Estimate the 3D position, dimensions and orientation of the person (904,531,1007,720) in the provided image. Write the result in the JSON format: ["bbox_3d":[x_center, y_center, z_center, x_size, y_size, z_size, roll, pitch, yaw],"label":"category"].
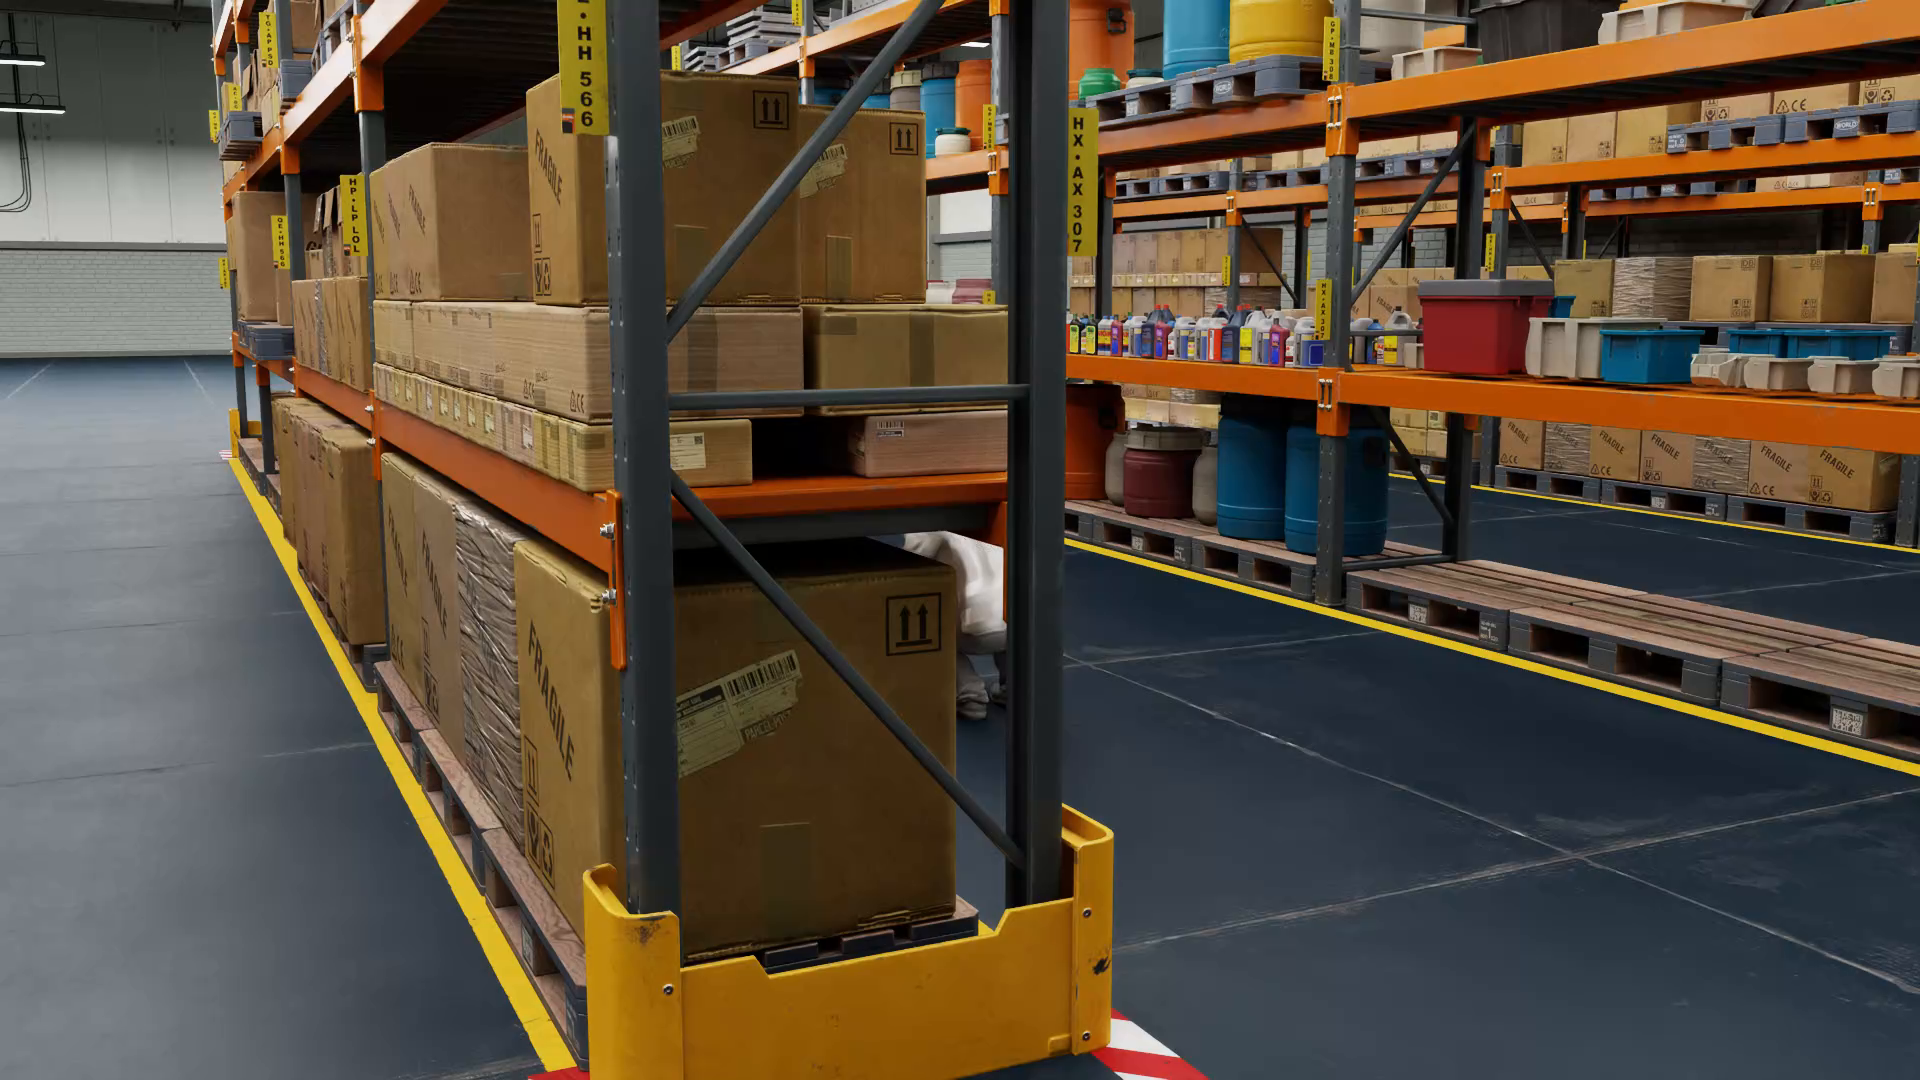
[{"bbox_3d":[0.049,0.205,7.016,0.589,0.999,0.878,-4,9,-26],"label":"person"}]
